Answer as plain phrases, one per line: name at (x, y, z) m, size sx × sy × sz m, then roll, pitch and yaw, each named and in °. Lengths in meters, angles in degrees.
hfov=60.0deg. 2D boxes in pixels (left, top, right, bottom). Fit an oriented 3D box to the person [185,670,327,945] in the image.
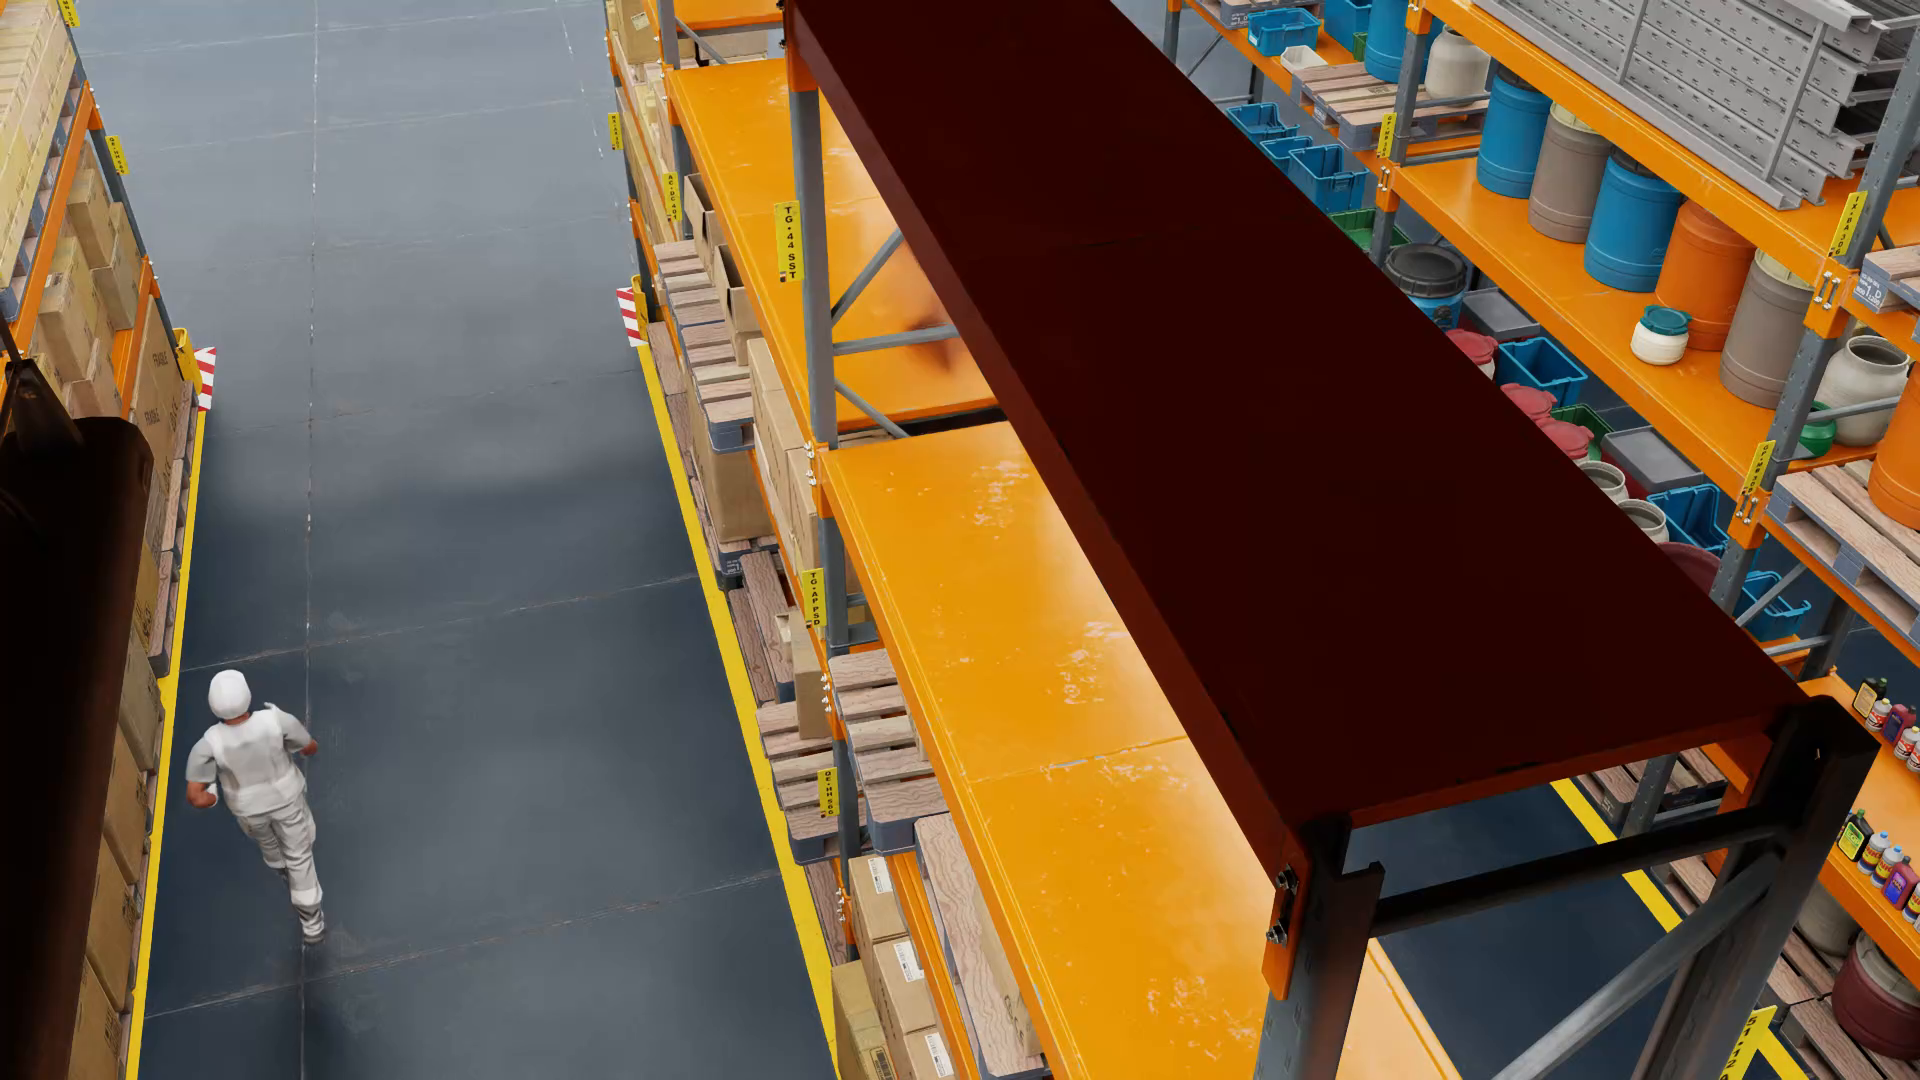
person at (-3.776, 1.410, 9.091) m, size 0.644 × 1.826 × 0.851 m, roll -13°, pitch 40°, yaw -15°
